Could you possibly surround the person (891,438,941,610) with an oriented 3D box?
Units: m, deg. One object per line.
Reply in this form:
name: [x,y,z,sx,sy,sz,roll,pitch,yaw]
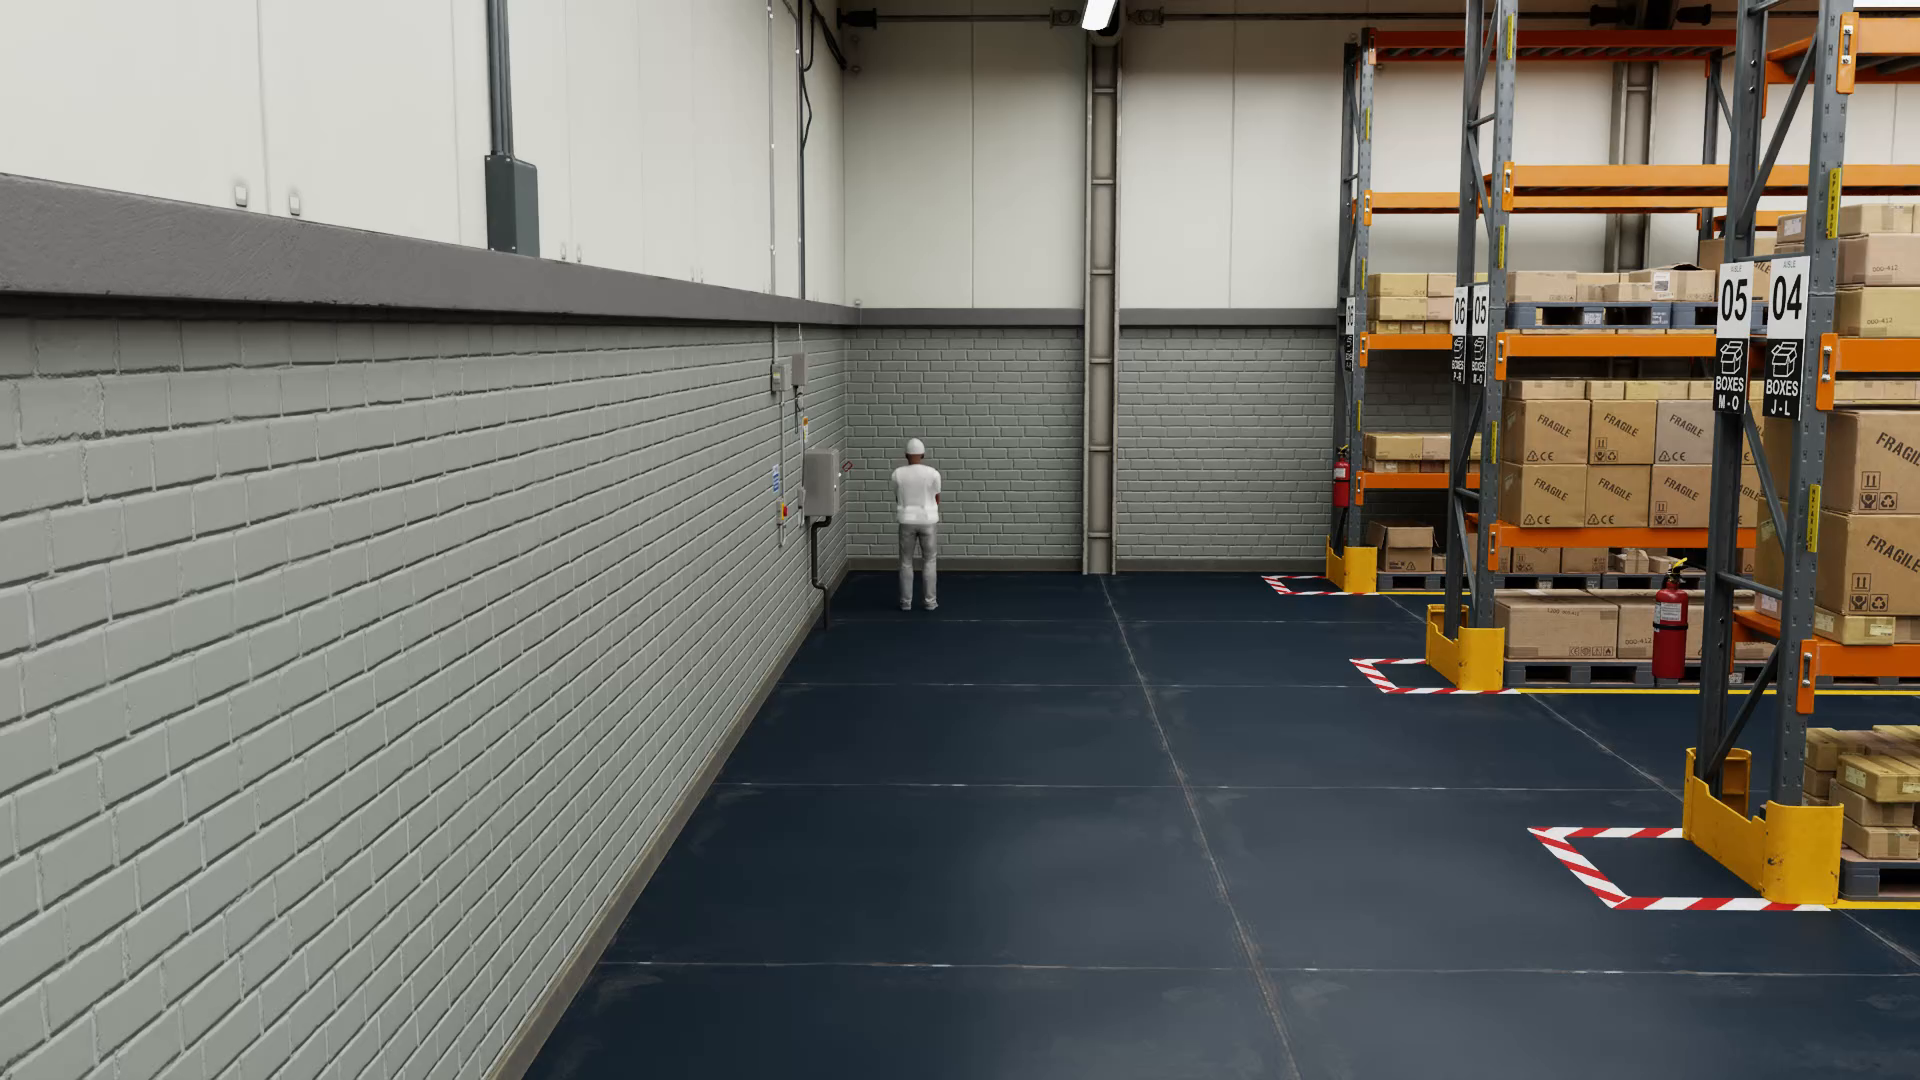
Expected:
person: [-0.444,-0.176,17.096,0.504,1.760,0.585,0,7,2]
